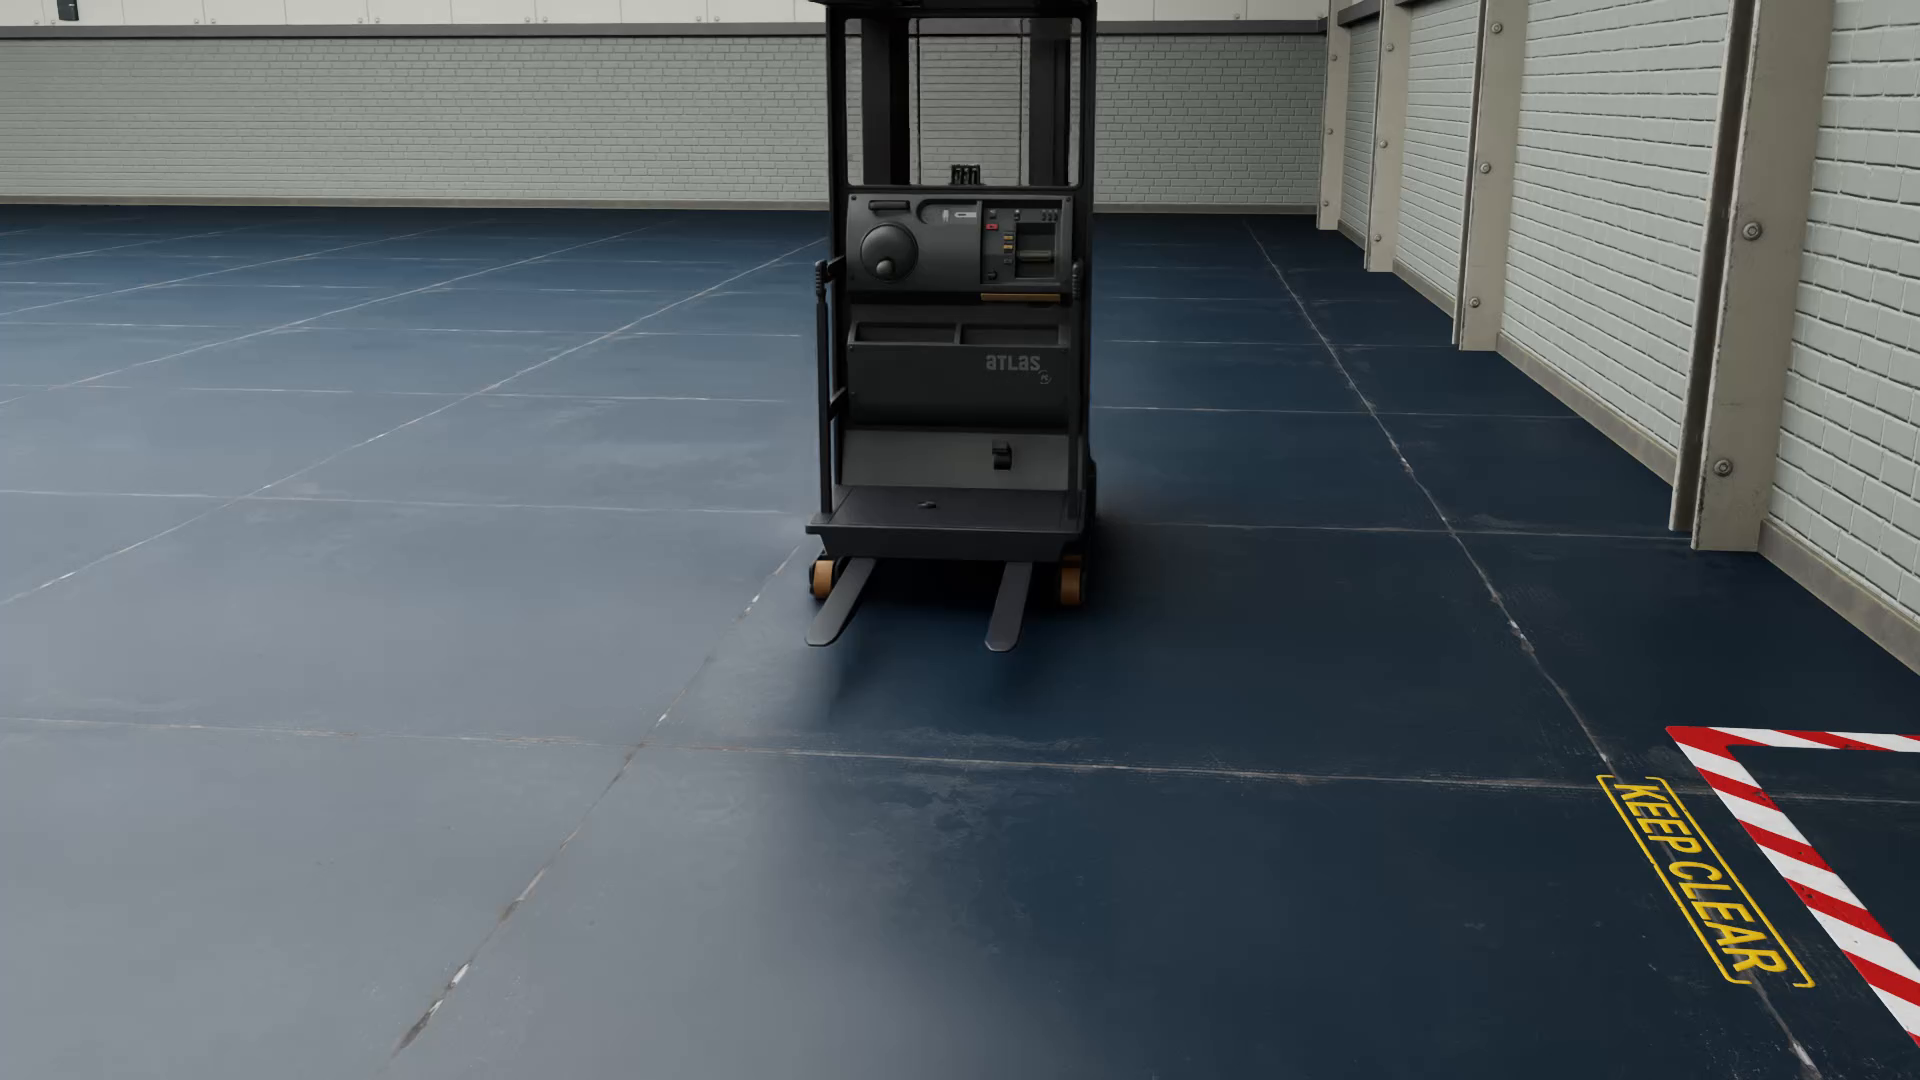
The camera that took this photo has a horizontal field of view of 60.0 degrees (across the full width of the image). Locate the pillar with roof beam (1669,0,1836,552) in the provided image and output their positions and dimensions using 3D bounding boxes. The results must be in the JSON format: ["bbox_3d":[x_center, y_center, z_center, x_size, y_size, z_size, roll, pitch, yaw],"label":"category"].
[{"bbox_3d":[-0.790,-4.474,6.968,9.100,9.000,0.400,2,15,6],"label":"pillar with roof beam"}]

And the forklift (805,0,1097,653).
[{"bbox_3d":[-0.021,-1.237,6.621,1.130,2.935,3.031,2,15,6],"label":"forklift"}]

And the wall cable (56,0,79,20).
[{"bbox_3d":[-14.703,-12.027,28.384,2.305,6.003,0.169,2,15,6],"label":"wall cable"}]

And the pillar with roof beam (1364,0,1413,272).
[{"bbox_3d":[0.564,-7.586,18.478,9.100,9.000,0.400,2,15,6],"label":"pillar with roof beam"}]

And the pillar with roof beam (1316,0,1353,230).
[{"bbox_3d":[1.241,-9.142,24.233,9.100,9.000,0.400,2,15,6],"label":"pillar with roof beam"}]

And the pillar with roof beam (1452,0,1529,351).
[{"bbox_3d":[-0.113,-6.030,12.723,9.100,9.000,0.400,2,15,6],"label":"pillar with roof beam"}]
